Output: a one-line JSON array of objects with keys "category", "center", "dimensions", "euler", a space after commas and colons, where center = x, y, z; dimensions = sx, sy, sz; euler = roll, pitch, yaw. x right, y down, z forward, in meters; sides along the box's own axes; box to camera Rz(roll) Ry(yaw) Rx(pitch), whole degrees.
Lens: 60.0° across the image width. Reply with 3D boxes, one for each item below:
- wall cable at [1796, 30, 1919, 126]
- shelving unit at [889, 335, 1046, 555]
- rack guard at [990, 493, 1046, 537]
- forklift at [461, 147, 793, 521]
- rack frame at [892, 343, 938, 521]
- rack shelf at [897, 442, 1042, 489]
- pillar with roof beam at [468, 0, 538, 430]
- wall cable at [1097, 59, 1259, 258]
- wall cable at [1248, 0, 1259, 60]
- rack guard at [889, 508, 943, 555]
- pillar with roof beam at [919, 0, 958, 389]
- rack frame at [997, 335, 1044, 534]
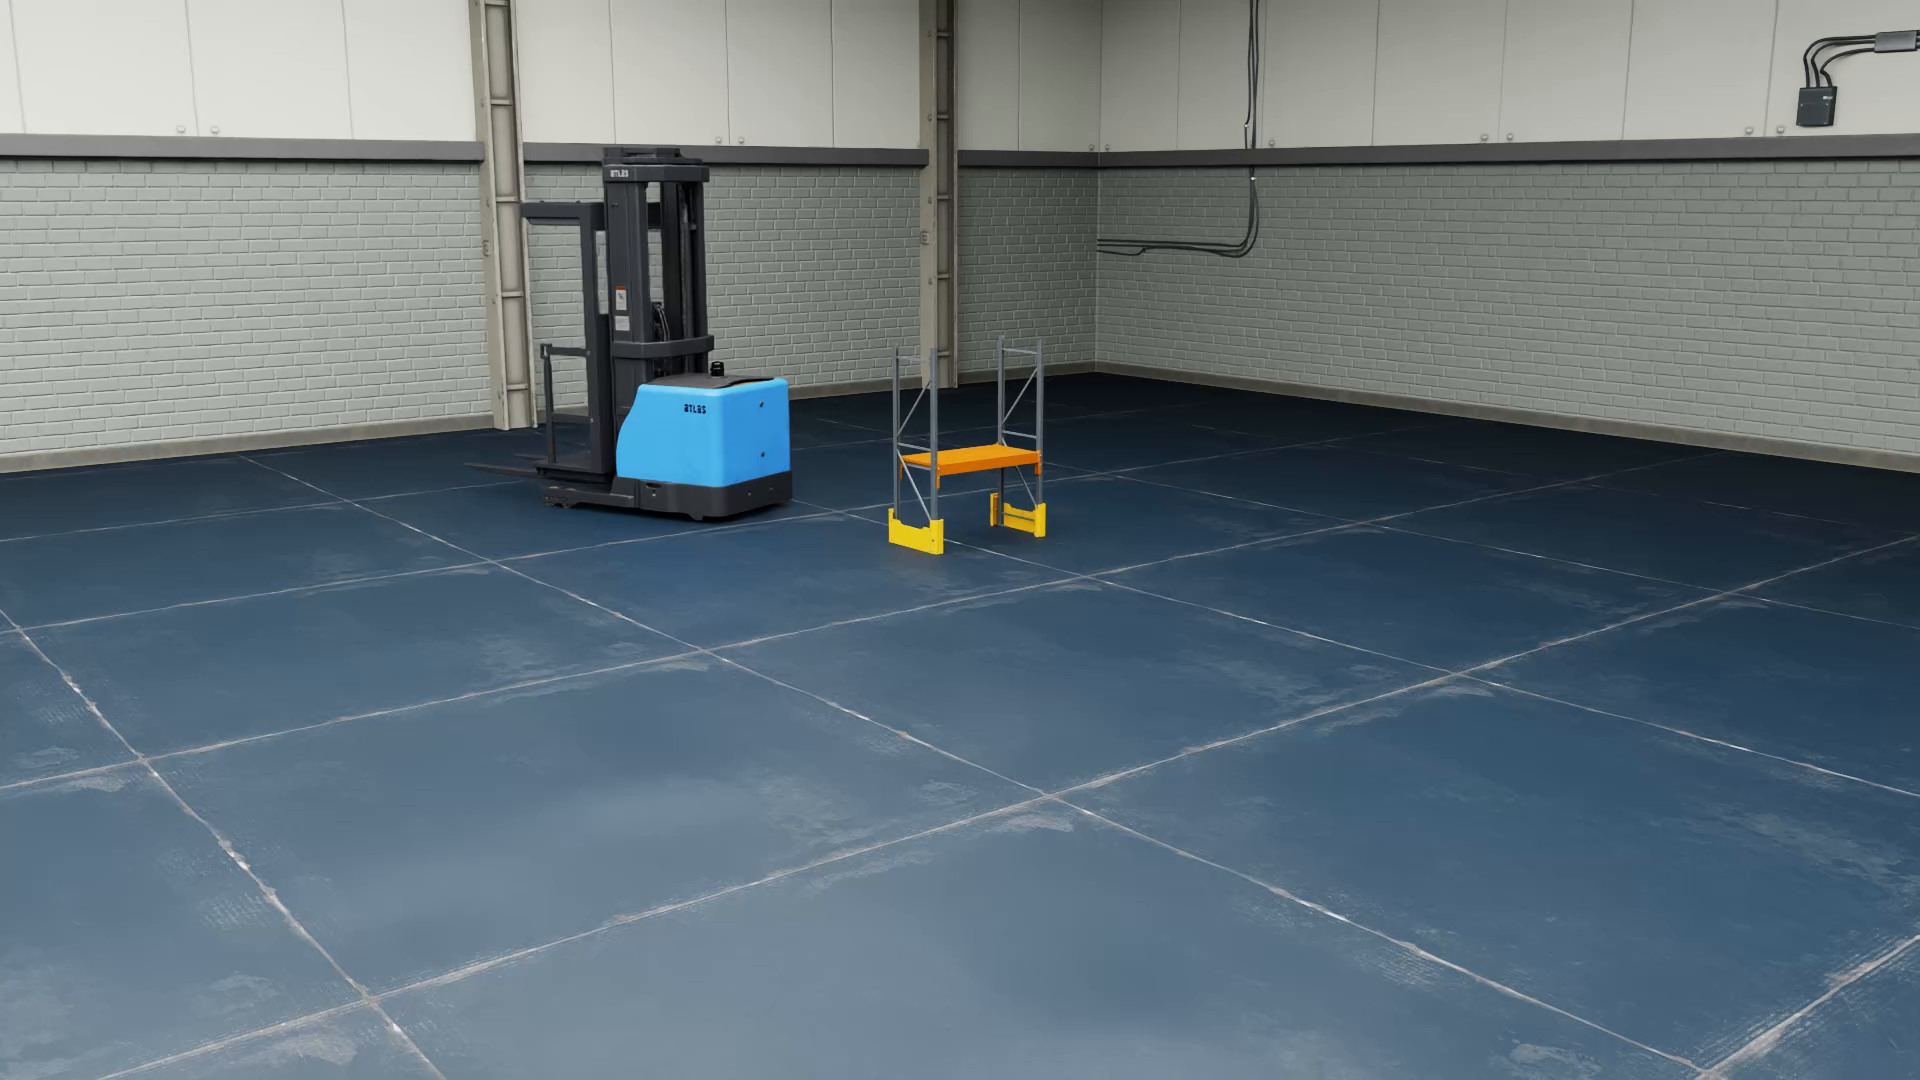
[{"category": "wall cable", "center": [8.768, -6.731, 14.473], "dimensions": [0.169, 6.003, 2.305], "euler": [-9, 15, -38]}, {"category": "shelving unit", "center": [0.060, -0.744, 12.520], "dimensions": [1.083, 1.500, 0.587], "euler": [-9, 15, -38]}, {"category": "rack guard", "center": [0.448, -0.197, 12.954], "dimensions": [0.087, 0.250, 0.587], "euler": [-9, 15, -38]}, {"category": "forklift", "center": [-2.939, -1.788, 13.991], "dimensions": [3.031, 2.935, 1.130], "euler": [7, 14, 29]}, {"category": "rack frame", "center": [-0.330, -0.679, 12.214], "dimensions": [0.032, 1.500, 0.500], "euler": [-9, 15, -38]}, {"category": "rack shelf", "center": [0.067, -0.569, 12.562], "dimensions": [1.000, 0.185, 0.538], "euler": [-9, 15, -38]}, {"category": "pillar with roof beam", "center": [-2.273, -4.964, 14.343], "dimensions": [0.400, 9.000, 9.100], "euler": [-9, 15, -38]}, {"category": "wall cable", "center": [2.850, -5.090, 22.410], "dimensions": [0.112, 2.526, 3.097], "euler": [-9, 15, -38]}, {"category": "wall cable", "center": [4.540, -7.122, 19.819], "dimensions": [0.112, 2.526, 3.097], "euler": [-9, 15, -38]}, {"category": "rack guard", "center": [-0.329, -0.068, 12.345], "dimensions": [0.087, 0.250, 0.587], "euler": [-9, 15, -38]}, {"category": "pillar with roof beam", "center": [2.413, -5.743, 18.009], "dimensions": [0.400, 9.000, 9.100], "euler": [-9, 15, -38]}, {"category": "rack frame", "center": [0.464, -0.811, 12.836], "dimensions": [0.032, 1.500, 0.500], "euler": [-9, 15, -38]}]
